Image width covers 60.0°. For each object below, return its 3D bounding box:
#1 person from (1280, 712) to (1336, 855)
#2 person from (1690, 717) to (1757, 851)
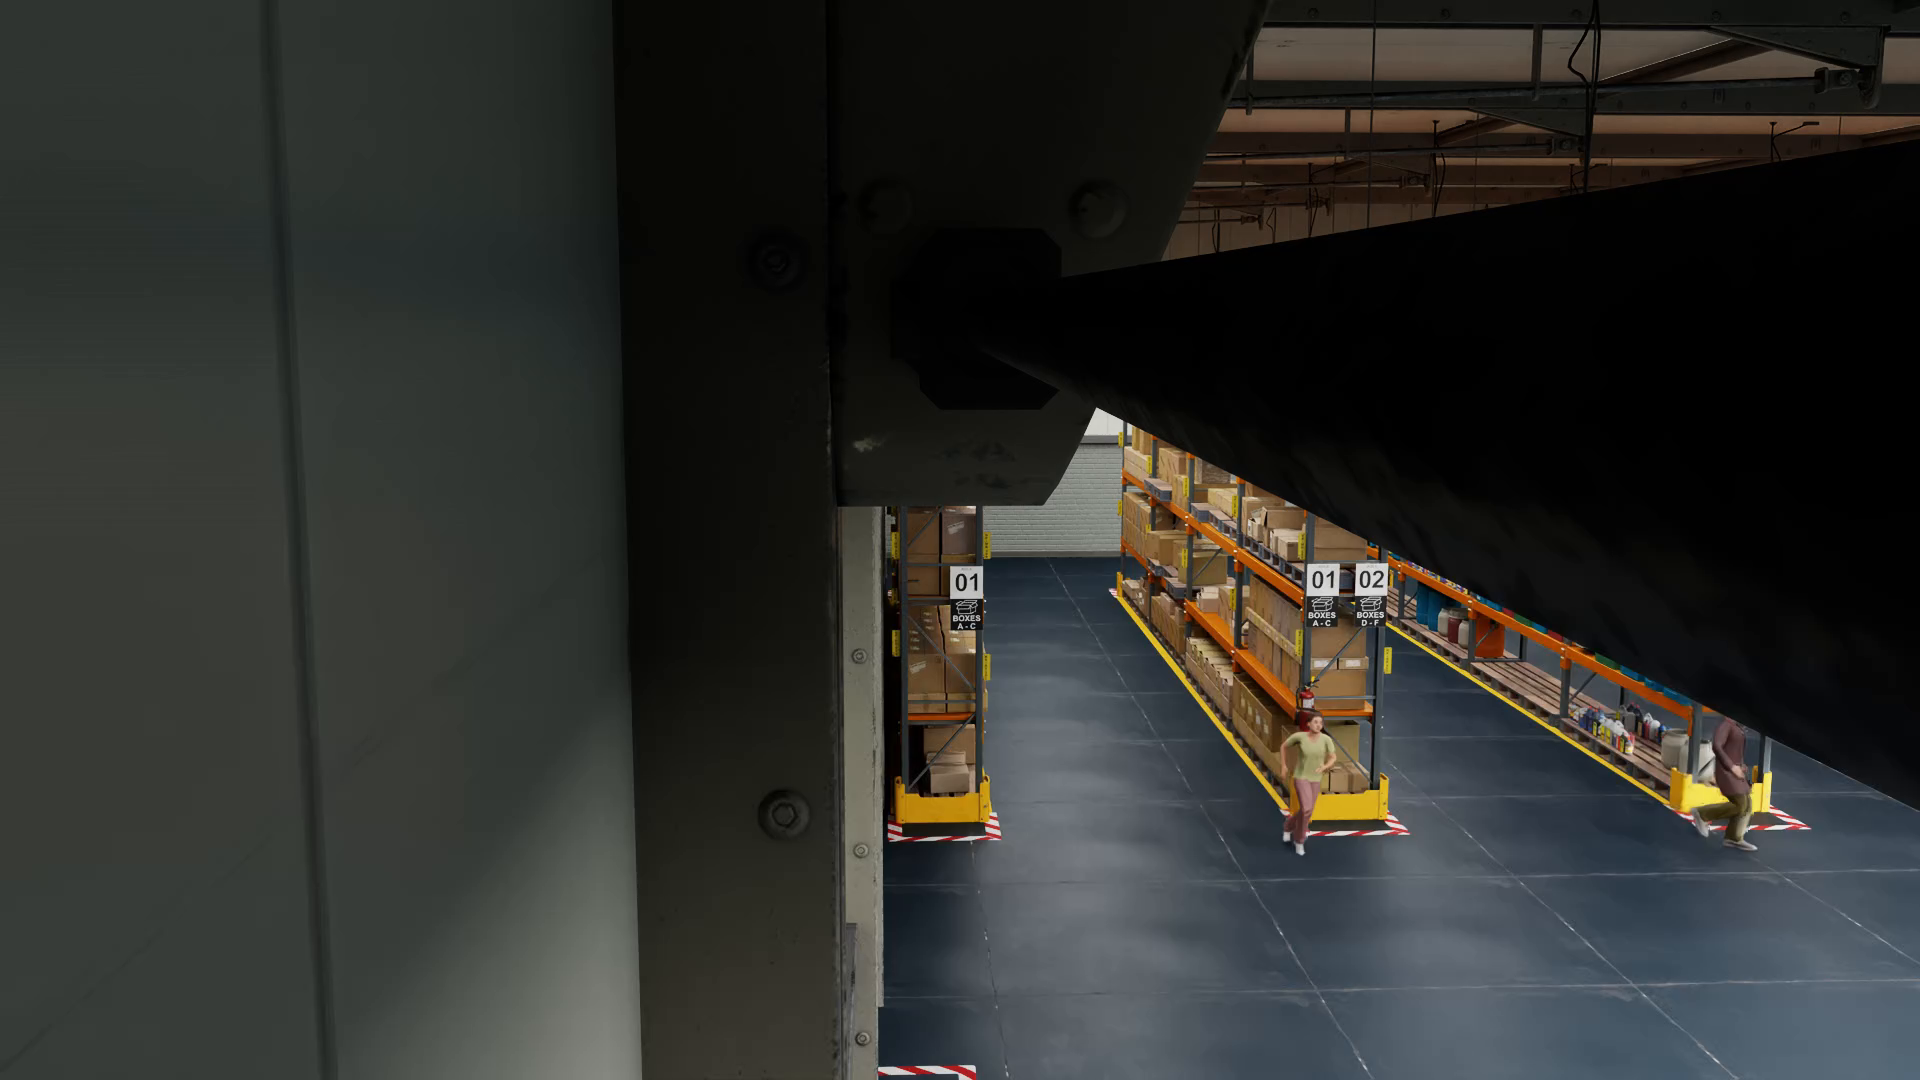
[{"bbox_3d":[4.074,2.828,19.478,0.646,1.679,0.642,-2,8,-11],"label":"person"},{"bbox_3d":[9.085,2.741,19.643,0.740,1.696,0.759,5,9,30],"label":"person"}]
